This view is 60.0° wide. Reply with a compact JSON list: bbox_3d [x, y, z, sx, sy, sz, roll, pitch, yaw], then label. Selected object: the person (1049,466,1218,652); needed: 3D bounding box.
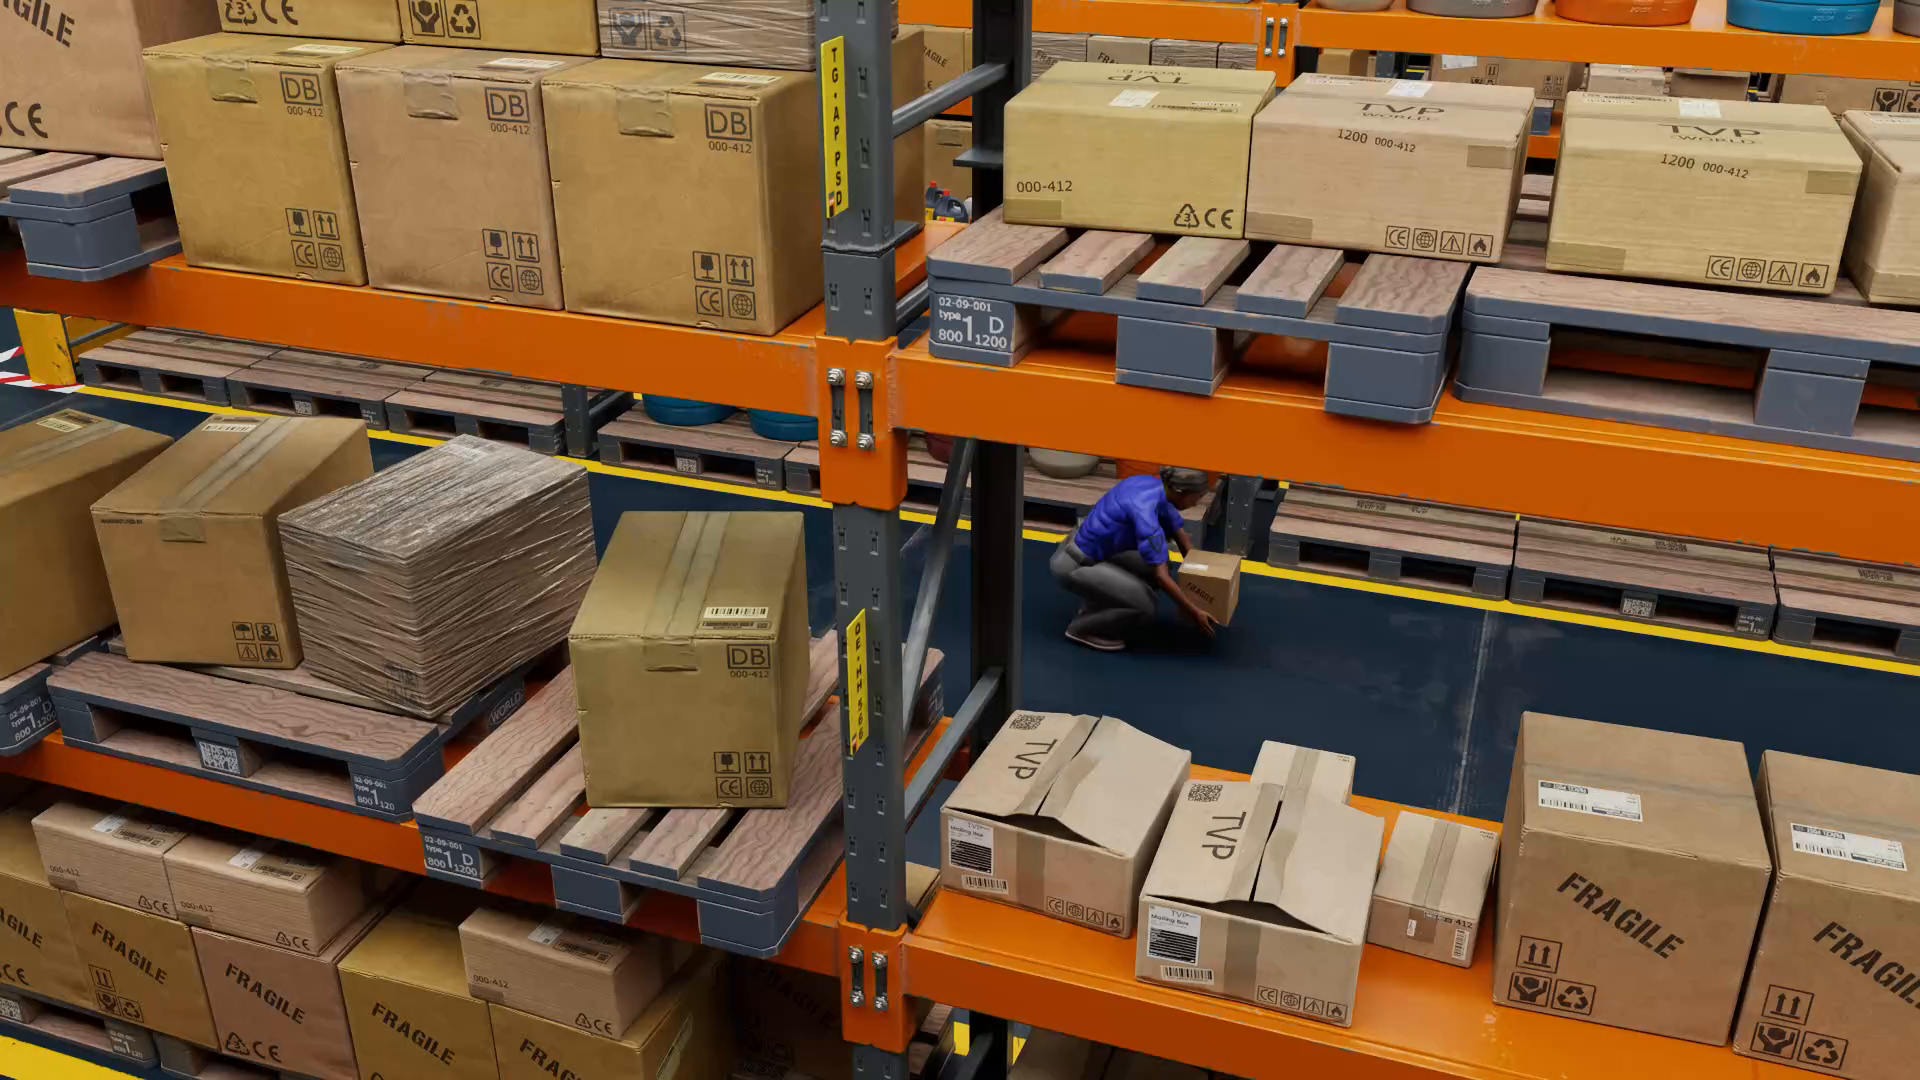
[{"bbox_3d":[0.852,0.056,7.852,0.838,0.935,0.473,8,27,17],"label":"person"}]
